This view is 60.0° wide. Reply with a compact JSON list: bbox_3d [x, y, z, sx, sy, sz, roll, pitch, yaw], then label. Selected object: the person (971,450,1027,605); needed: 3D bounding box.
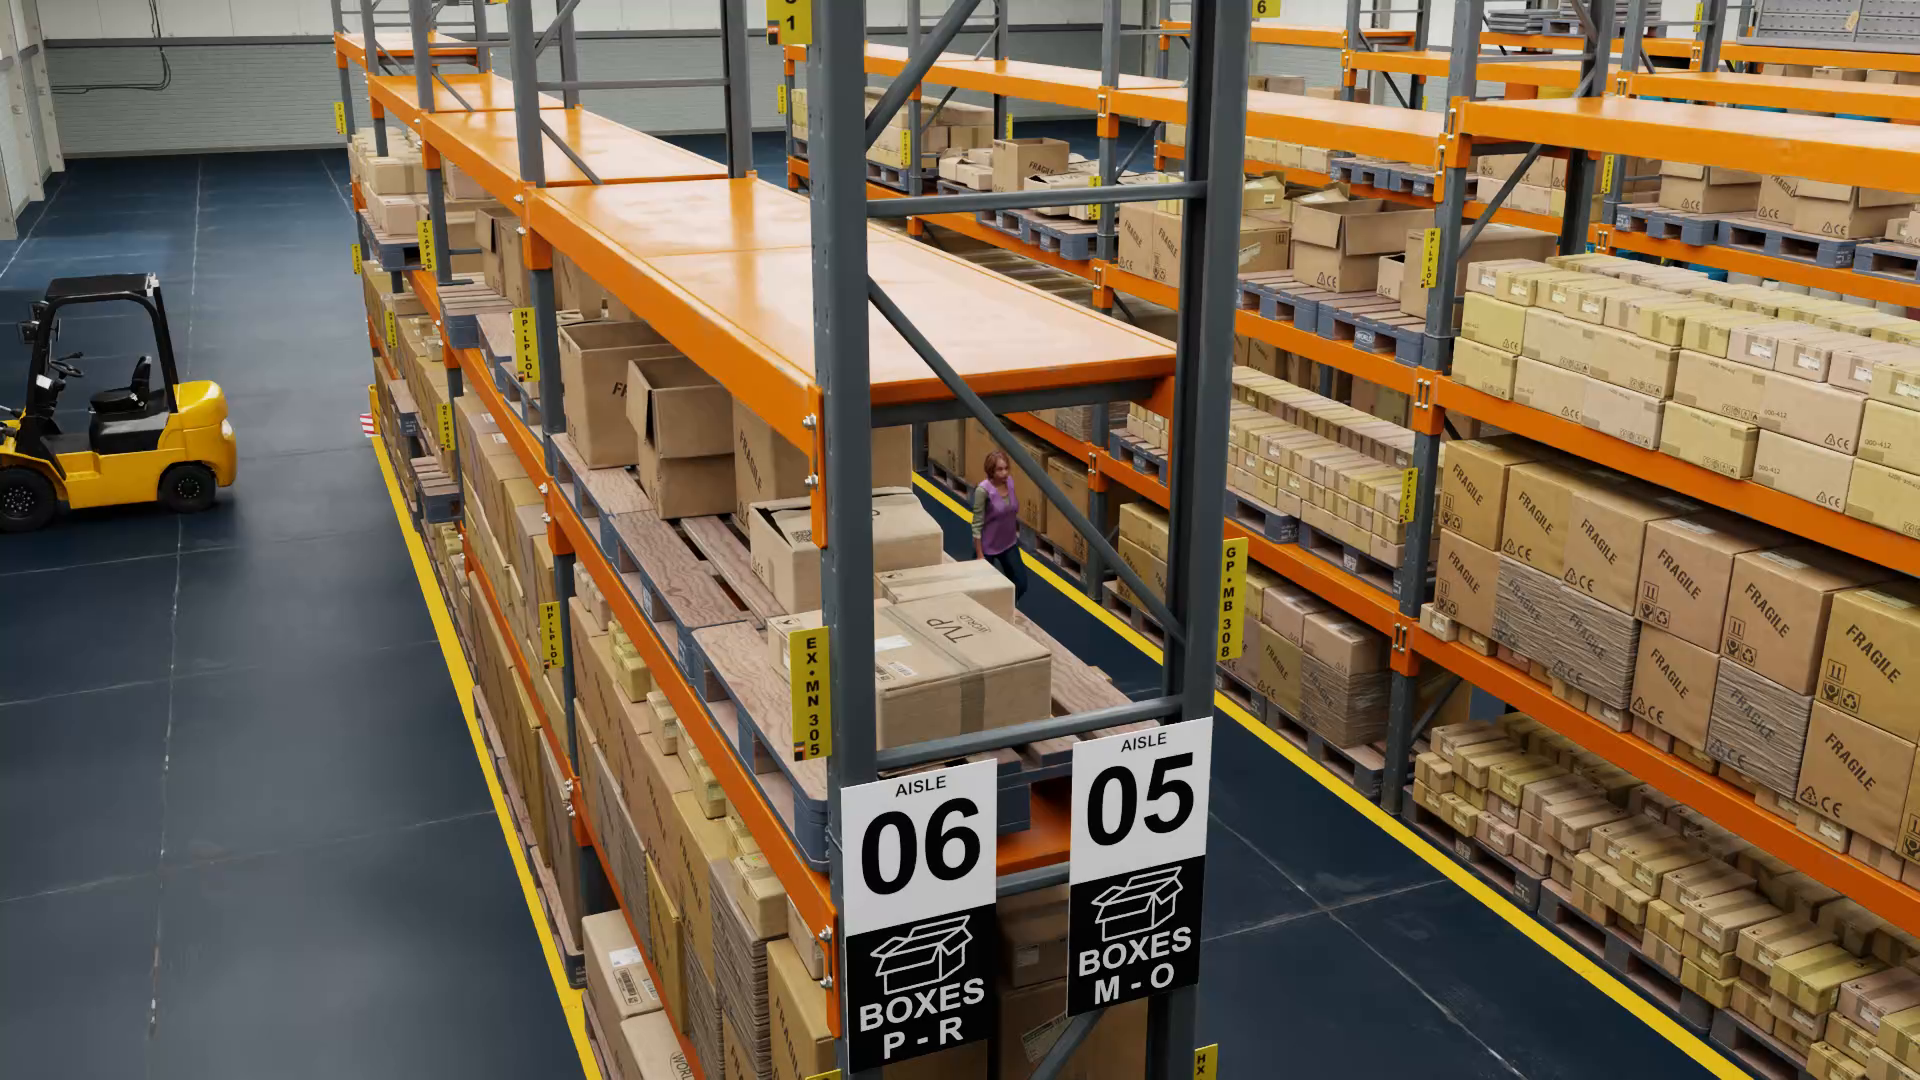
[{"bbox_3d":[0.242,0.060,12.589,0.436,1.582,0.475,-14,24,-35],"label":"person"}]
